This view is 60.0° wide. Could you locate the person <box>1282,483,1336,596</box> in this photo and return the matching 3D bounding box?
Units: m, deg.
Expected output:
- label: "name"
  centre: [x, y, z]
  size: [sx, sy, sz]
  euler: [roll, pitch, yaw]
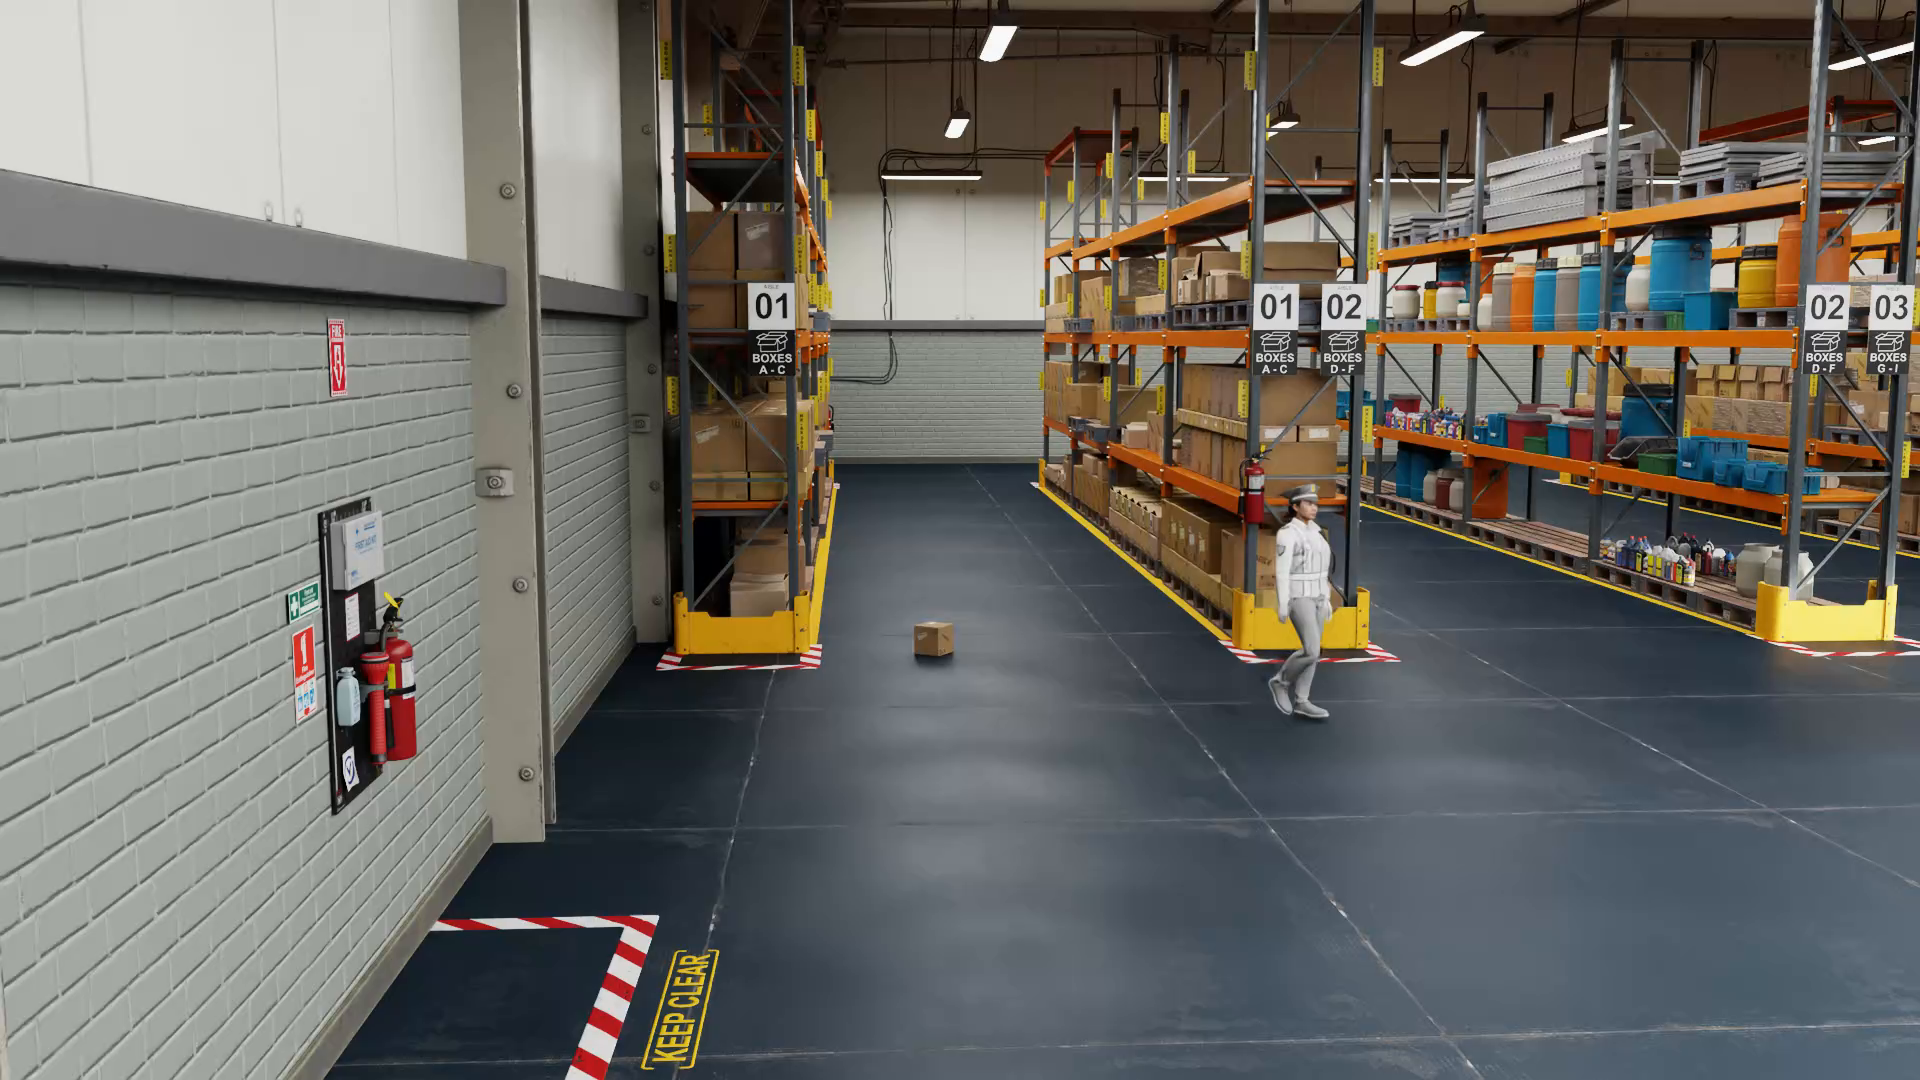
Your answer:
- label: "person"
  centre: [2.475, -0.006, 11.889]
  size: [0.379, 0.810, 0.347]
  euler: [-7, 10, -45]
